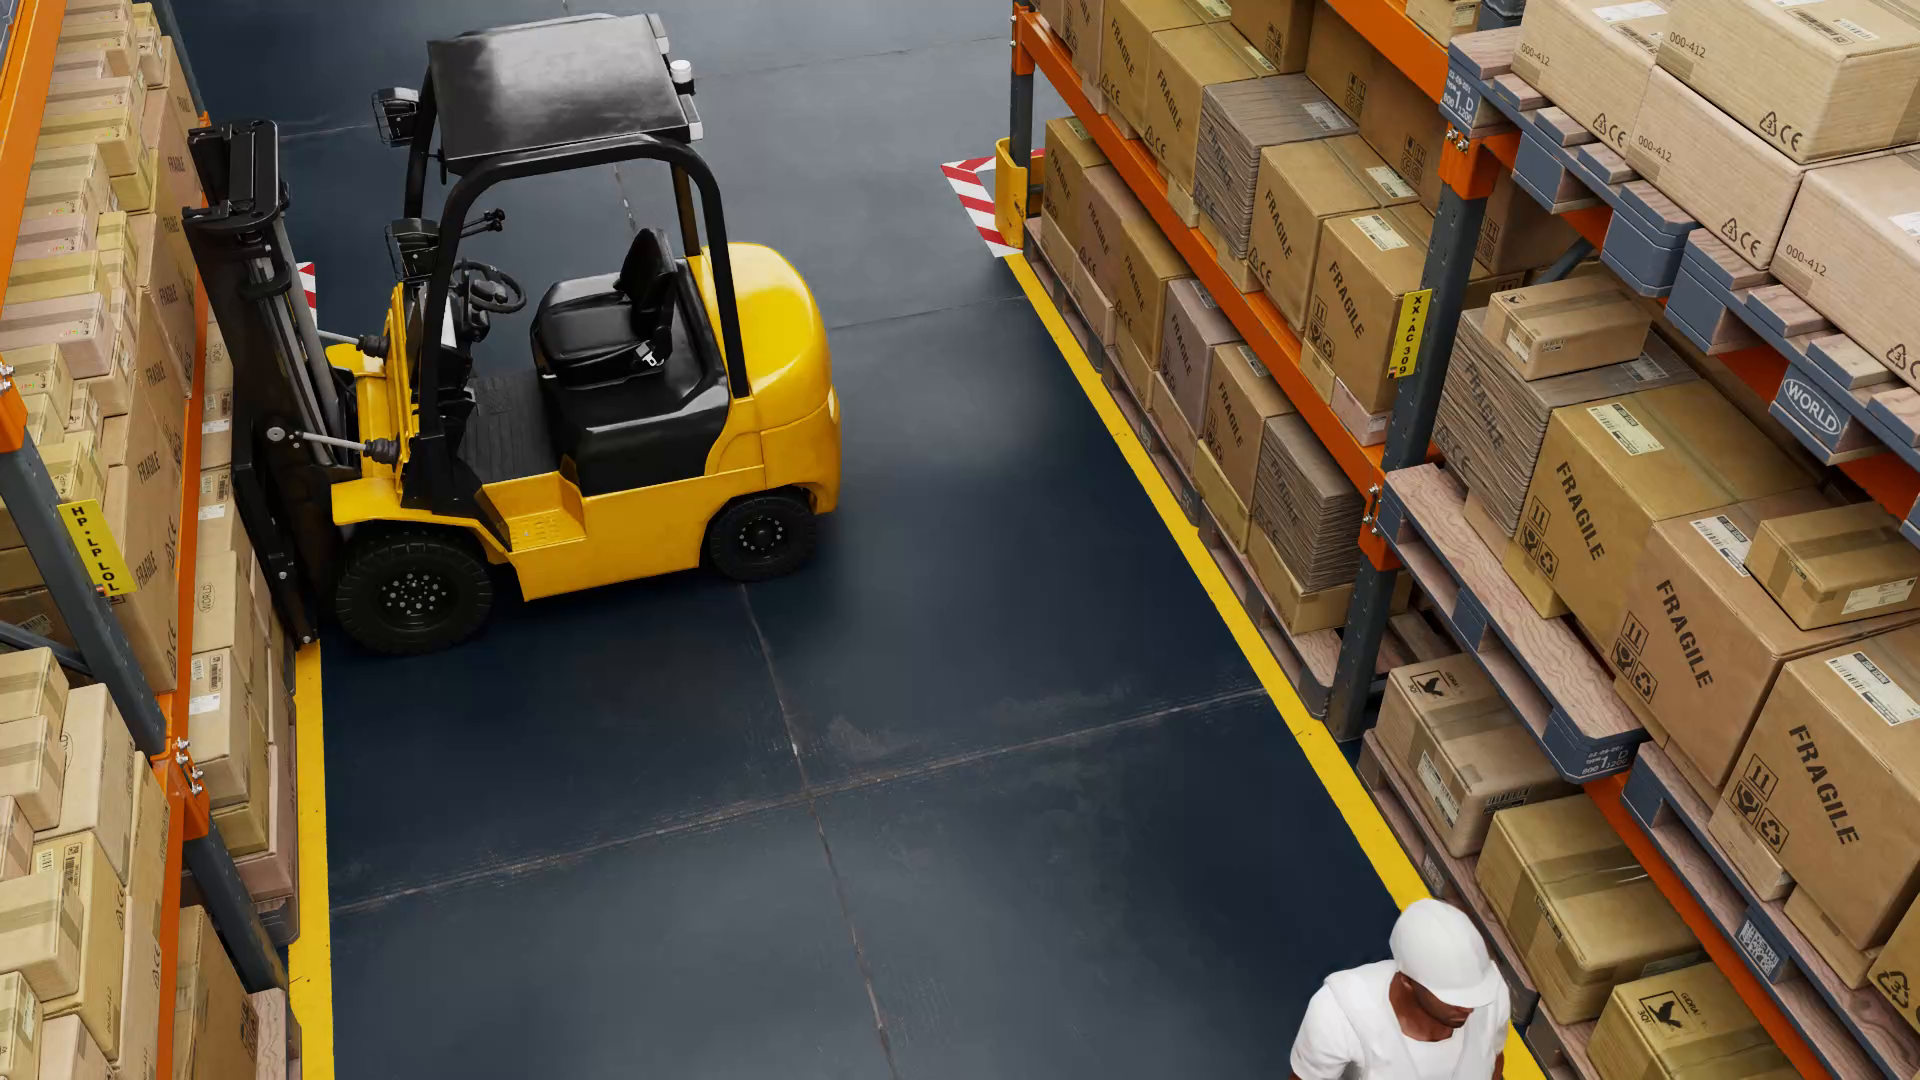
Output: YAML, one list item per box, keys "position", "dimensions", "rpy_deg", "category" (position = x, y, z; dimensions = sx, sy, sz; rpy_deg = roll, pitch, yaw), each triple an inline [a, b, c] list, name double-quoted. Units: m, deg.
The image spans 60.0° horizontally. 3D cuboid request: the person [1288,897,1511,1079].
- position: [1.123, 1.565, 4.356]
  dimensions: [0.610, 1.760, 0.482]
  rpy_deg: [-10, 43, -11]
  category: "person"
